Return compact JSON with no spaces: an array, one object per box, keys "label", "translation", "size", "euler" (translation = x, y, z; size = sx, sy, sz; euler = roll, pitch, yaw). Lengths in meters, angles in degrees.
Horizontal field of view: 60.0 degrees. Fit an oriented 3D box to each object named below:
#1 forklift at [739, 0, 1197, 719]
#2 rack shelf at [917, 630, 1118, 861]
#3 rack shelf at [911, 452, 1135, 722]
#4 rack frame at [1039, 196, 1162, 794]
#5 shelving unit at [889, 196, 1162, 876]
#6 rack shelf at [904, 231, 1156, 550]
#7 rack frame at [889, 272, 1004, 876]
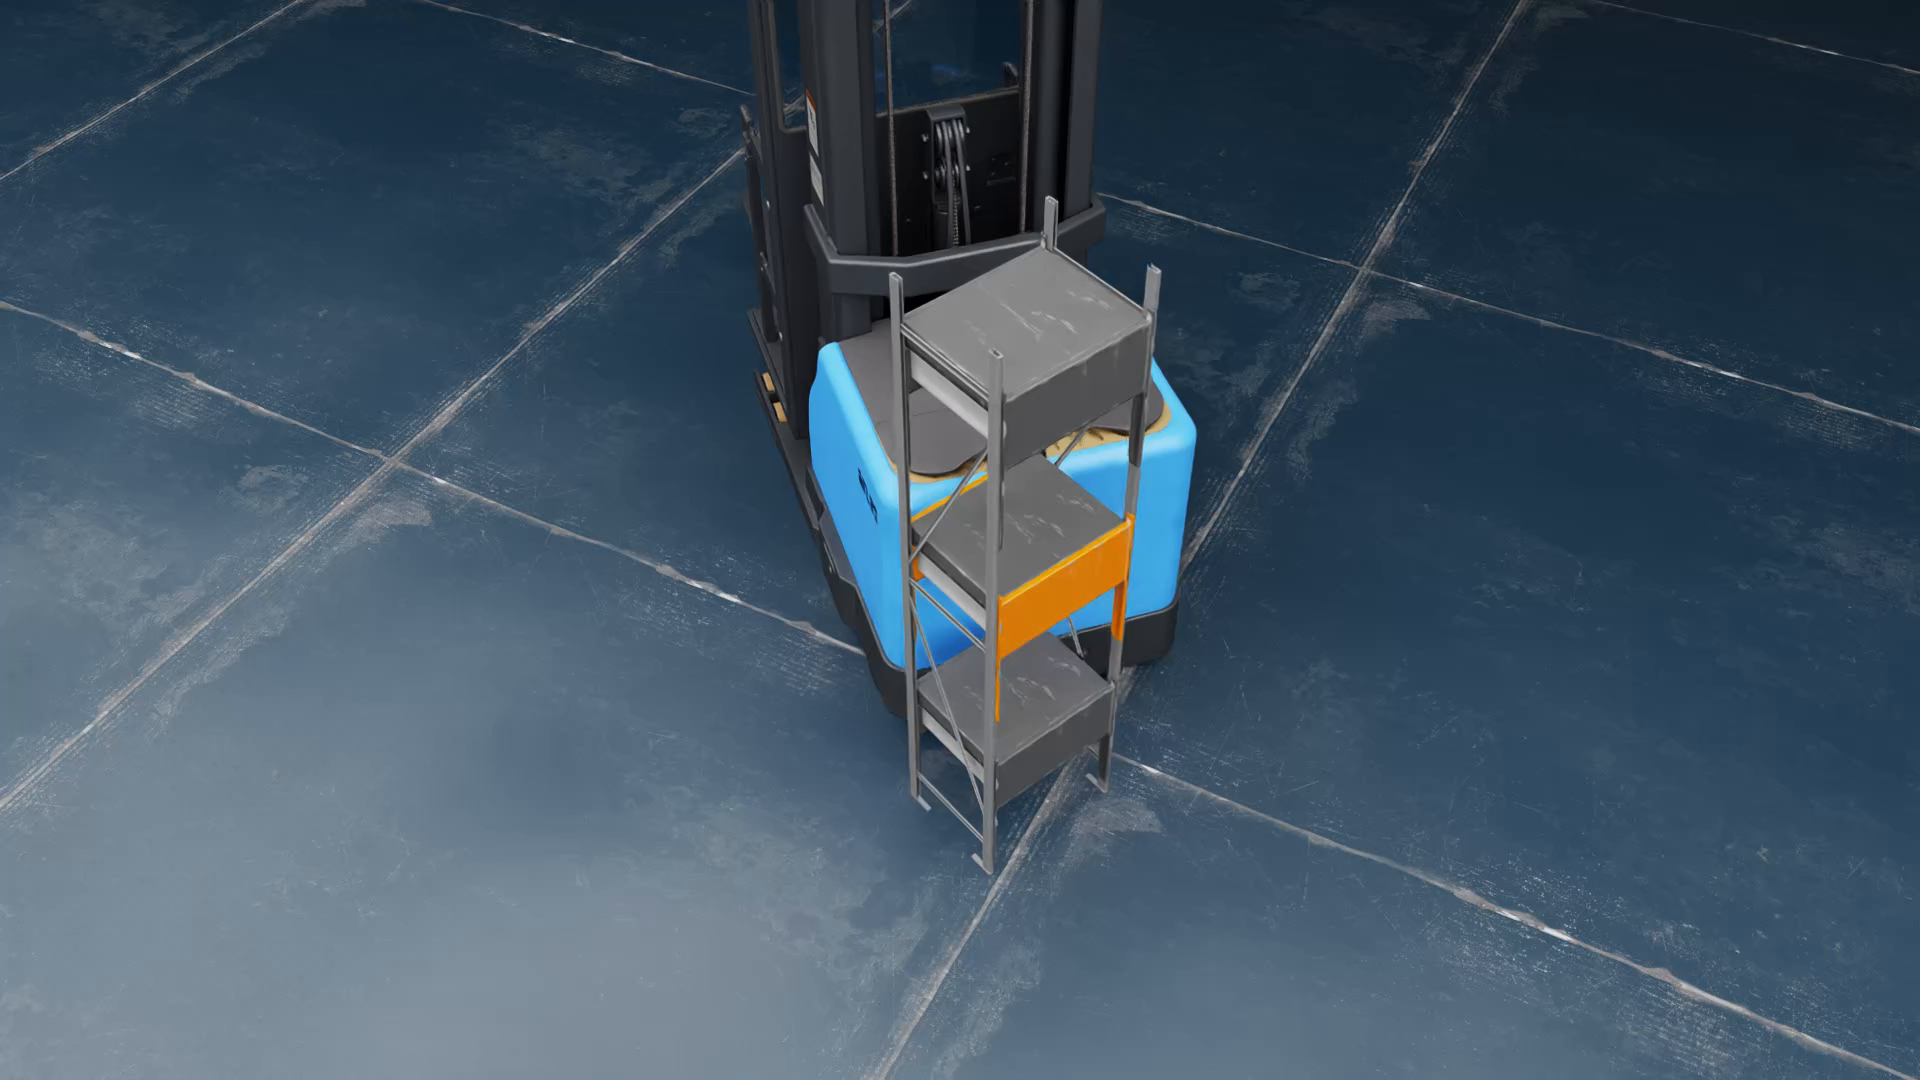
[{"label":"forklift","translation":[-0.193,-1.500,5.672],"size":[1.130,2.935,3.031],"euler":[-13,47,-13]},{"label":"rack shelf","translation":[0.159,0.593,5.184],"size":[0.480,0.518,0.431],"euler":[-31,53,-26]},{"label":"rack shelf","translation":[0.157,0.108,4.679],"size":[0.480,0.518,0.431],"euler":[-31,53,-26]},{"label":"rack frame","translation":[0.346,-0.013,4.776],"size":[0.015,2.100,0.400],"euler":[-31,53,-26]},{"label":"shelving unit","translation":[0.157,0.099,4.670],"size":[0.503,2.100,0.431],"euler":[-31,53,-26]},{"label":"rack shelf","translation":[0.155,-0.377,4.175],"size":[0.480,0.518,0.431],"euler":[-31,53,-26]},{"label":"rack frame","translation":[-0.032,0.210,4.563],"size":[0.015,2.100,0.400],"euler":[-31,53,-26]}]
